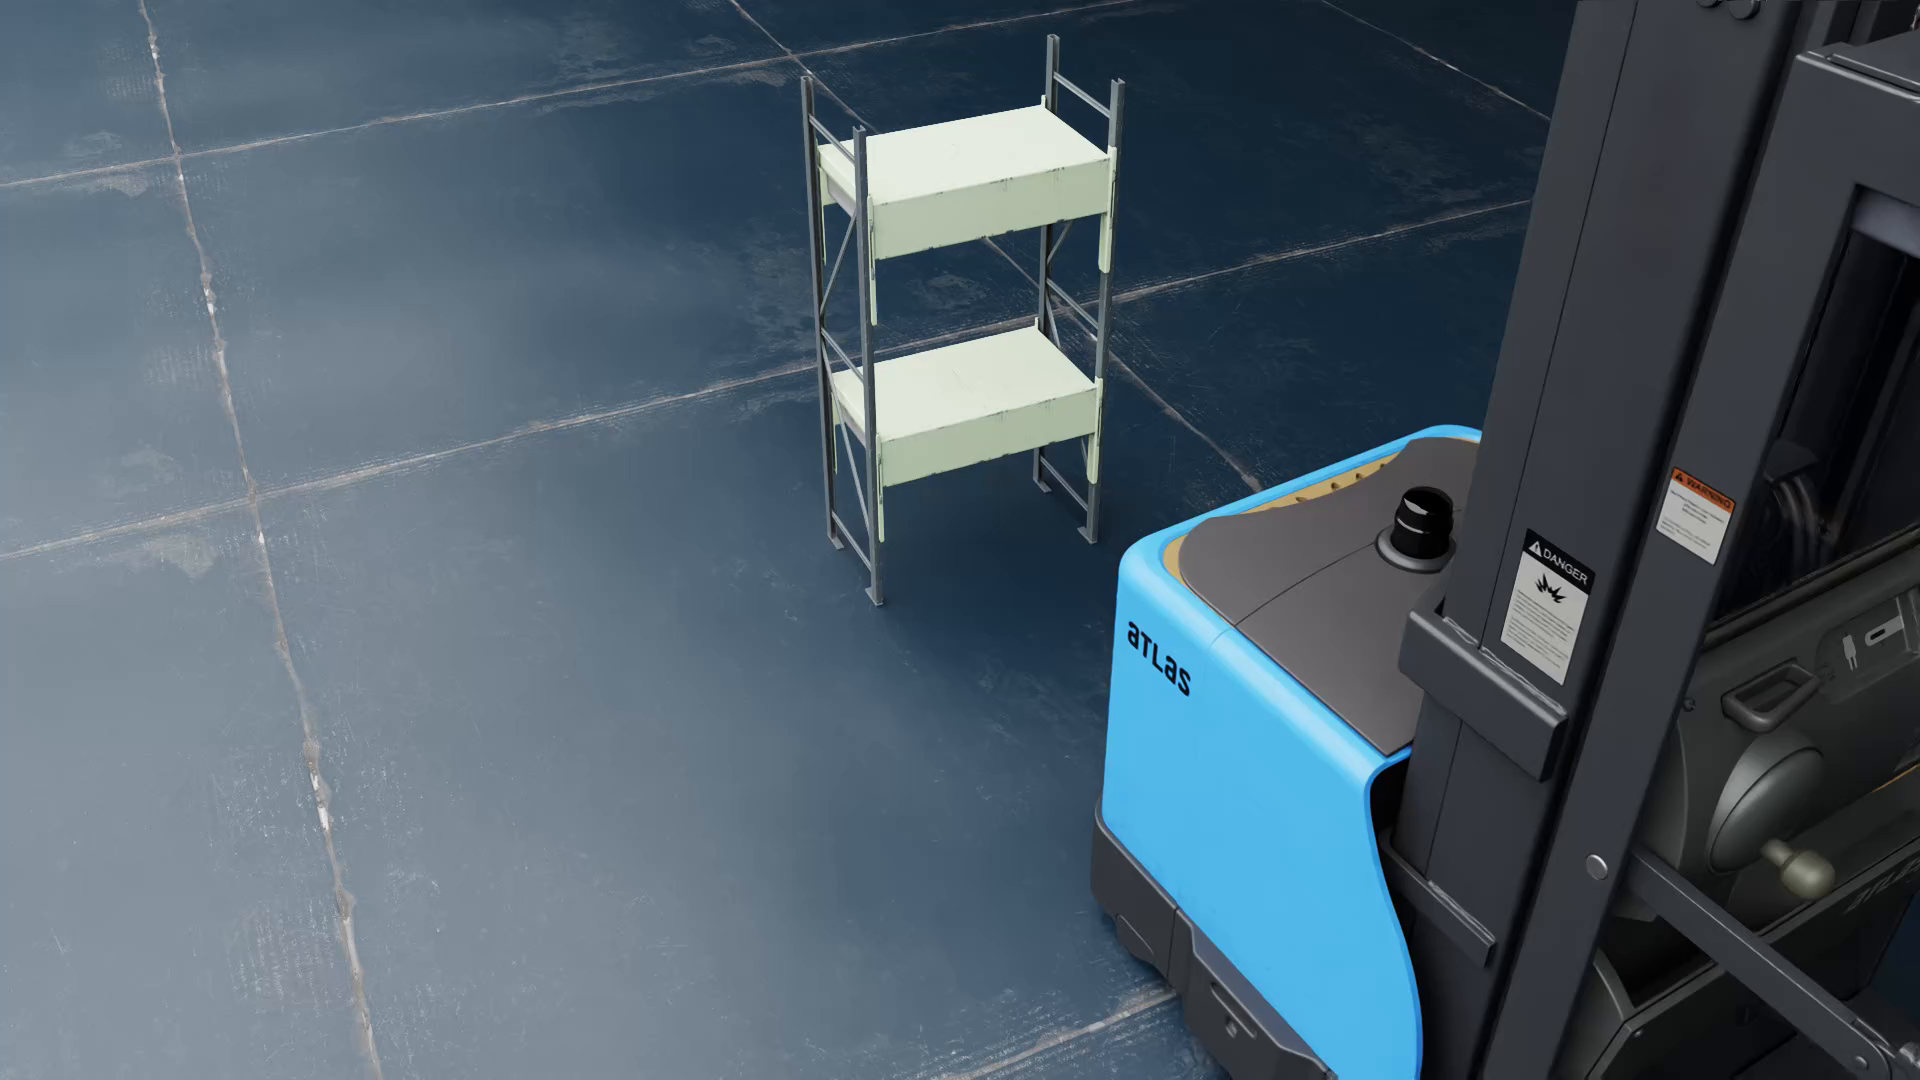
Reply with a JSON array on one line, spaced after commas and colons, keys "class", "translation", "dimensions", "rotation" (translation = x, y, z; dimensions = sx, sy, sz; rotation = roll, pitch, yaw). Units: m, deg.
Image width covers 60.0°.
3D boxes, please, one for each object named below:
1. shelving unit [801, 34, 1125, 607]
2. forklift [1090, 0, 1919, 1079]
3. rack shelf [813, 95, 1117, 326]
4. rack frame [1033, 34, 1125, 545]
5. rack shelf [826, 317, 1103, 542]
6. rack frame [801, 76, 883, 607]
[{"class": "shelving unit", "translation": [0.006, -0.604, 4.805], "dimensions": [0.755, 1.500, 0.431], "rotation": [-16, 39, -20]}, {"class": "forklift", "translation": [1.510, 0.296, 2.391], "dimensions": [1.130, 2.935, 3.031], "rotation": [-20, 41, -25]}, {"class": "rack shelf", "translation": [0.006, -0.918, 4.573], "dimensions": [0.720, 0.370, 0.431], "rotation": [-16, 39, -20]}, {"class": "rack frame", "translation": [0.337, -0.697, 4.930], "dimensions": [0.023, 1.500, 0.400], "rotation": [-16, 39, -20]}, {"class": "rack shelf", "translation": [0.006, -0.342, 5.000], "dimensions": [0.720, 0.370, 0.431], "rotation": [-16, 39, -20]}, {"class": "rack frame", "translation": [-0.325, -0.511, 4.681], "dimensions": [0.023, 1.500, 0.400], "rotation": [-16, 39, -20]}]
